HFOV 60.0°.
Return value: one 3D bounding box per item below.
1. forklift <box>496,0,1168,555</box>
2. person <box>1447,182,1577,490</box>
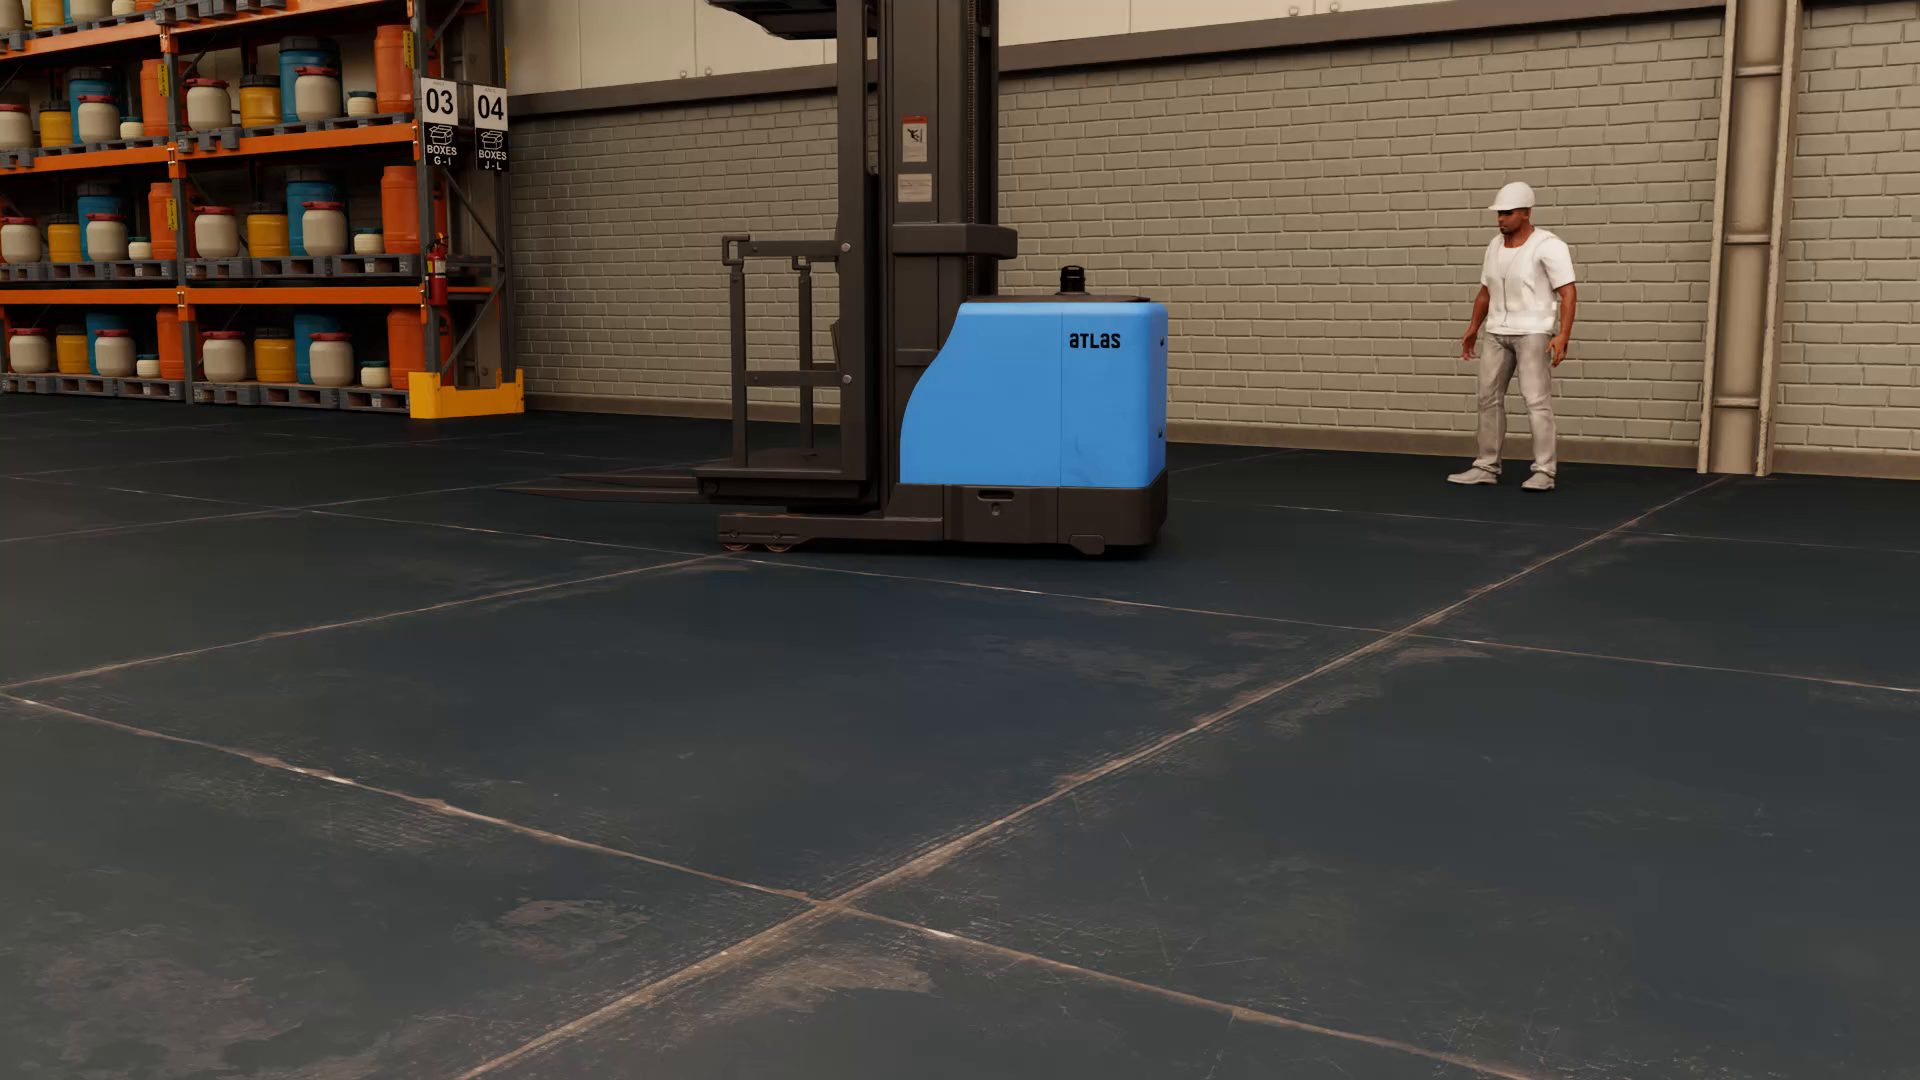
[{"bbox_3d":[-0.596,-1.469,7.520,3.031,2.935,1.130,2,8,12],"label":"forklift"},{"bbox_3d":[3.234,-1.192,9.729,0.463,1.765,0.678,-5,10,-32],"label":"person"}]
